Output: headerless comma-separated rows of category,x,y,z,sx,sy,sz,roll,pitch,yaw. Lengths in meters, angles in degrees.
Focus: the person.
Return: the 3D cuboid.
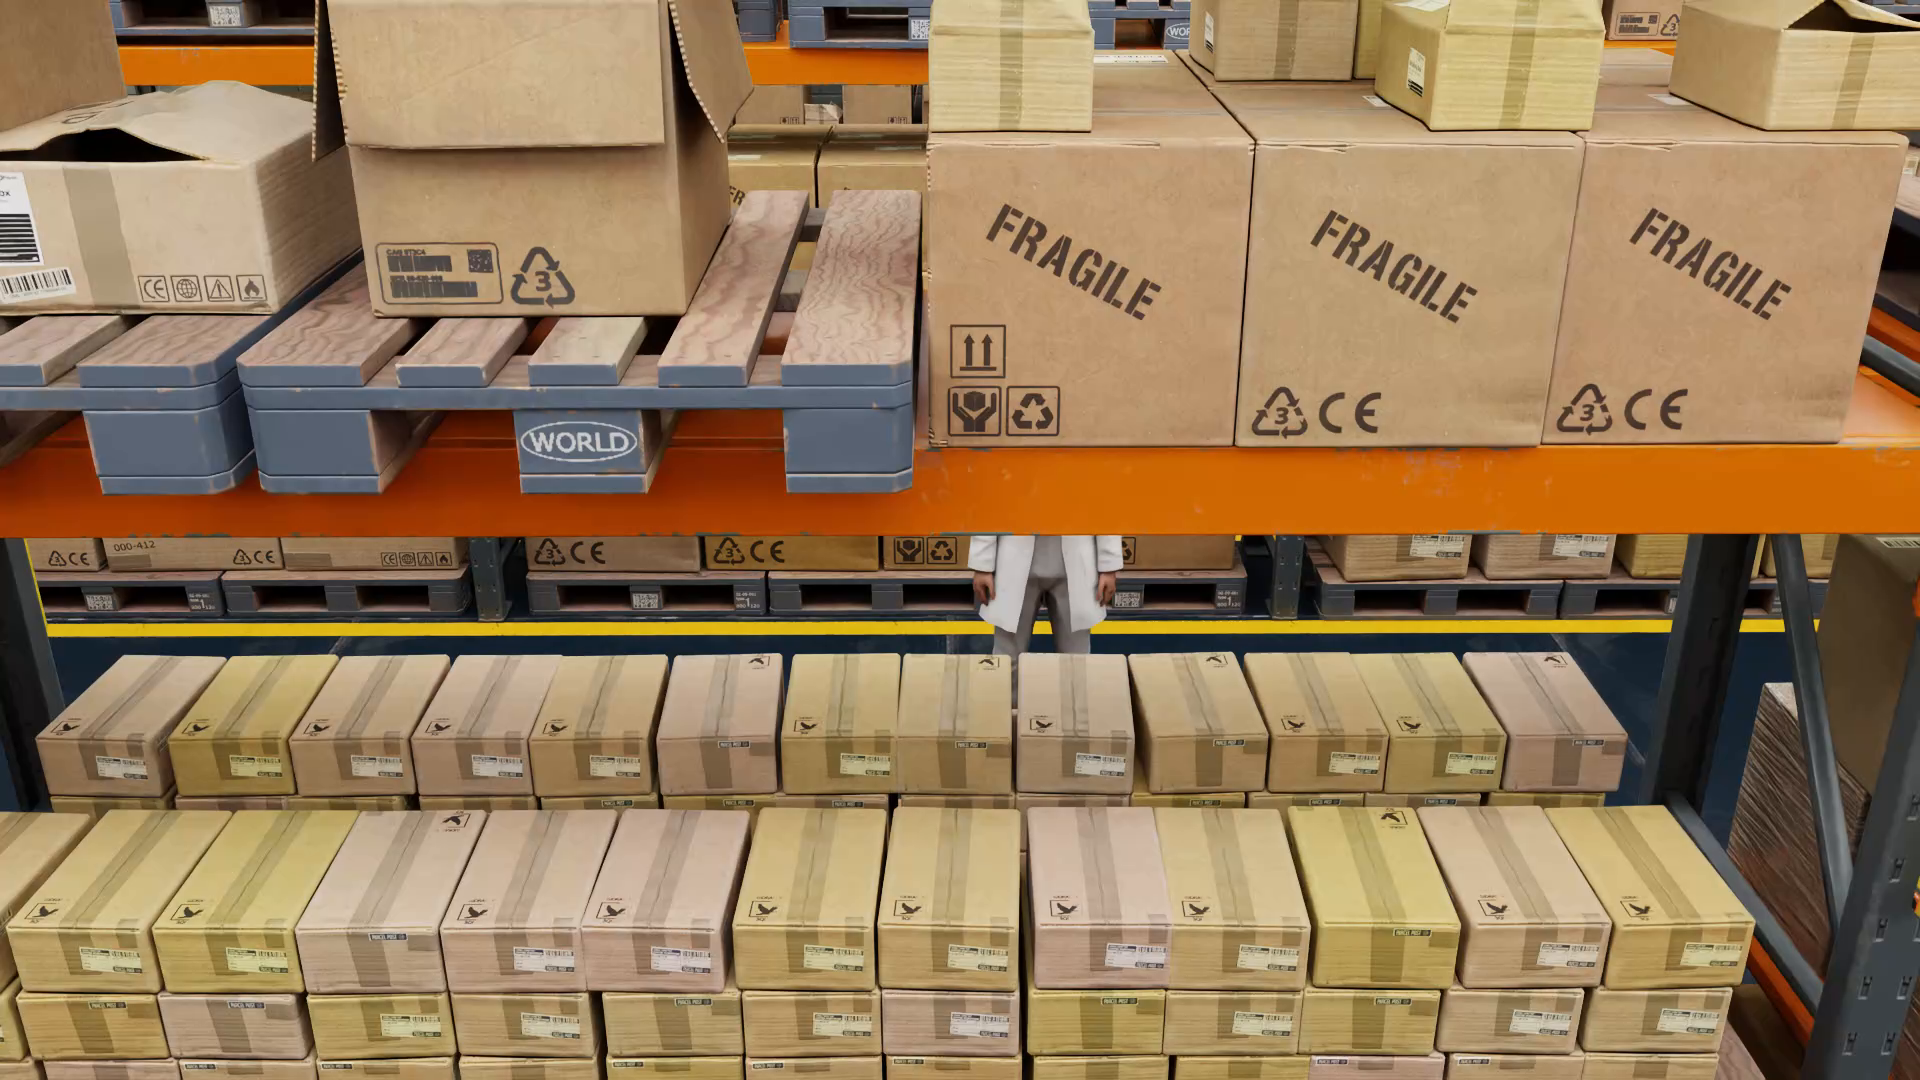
person,0.350,0.127,6.833,0.640,1.773,0.424,-1,24,-2
